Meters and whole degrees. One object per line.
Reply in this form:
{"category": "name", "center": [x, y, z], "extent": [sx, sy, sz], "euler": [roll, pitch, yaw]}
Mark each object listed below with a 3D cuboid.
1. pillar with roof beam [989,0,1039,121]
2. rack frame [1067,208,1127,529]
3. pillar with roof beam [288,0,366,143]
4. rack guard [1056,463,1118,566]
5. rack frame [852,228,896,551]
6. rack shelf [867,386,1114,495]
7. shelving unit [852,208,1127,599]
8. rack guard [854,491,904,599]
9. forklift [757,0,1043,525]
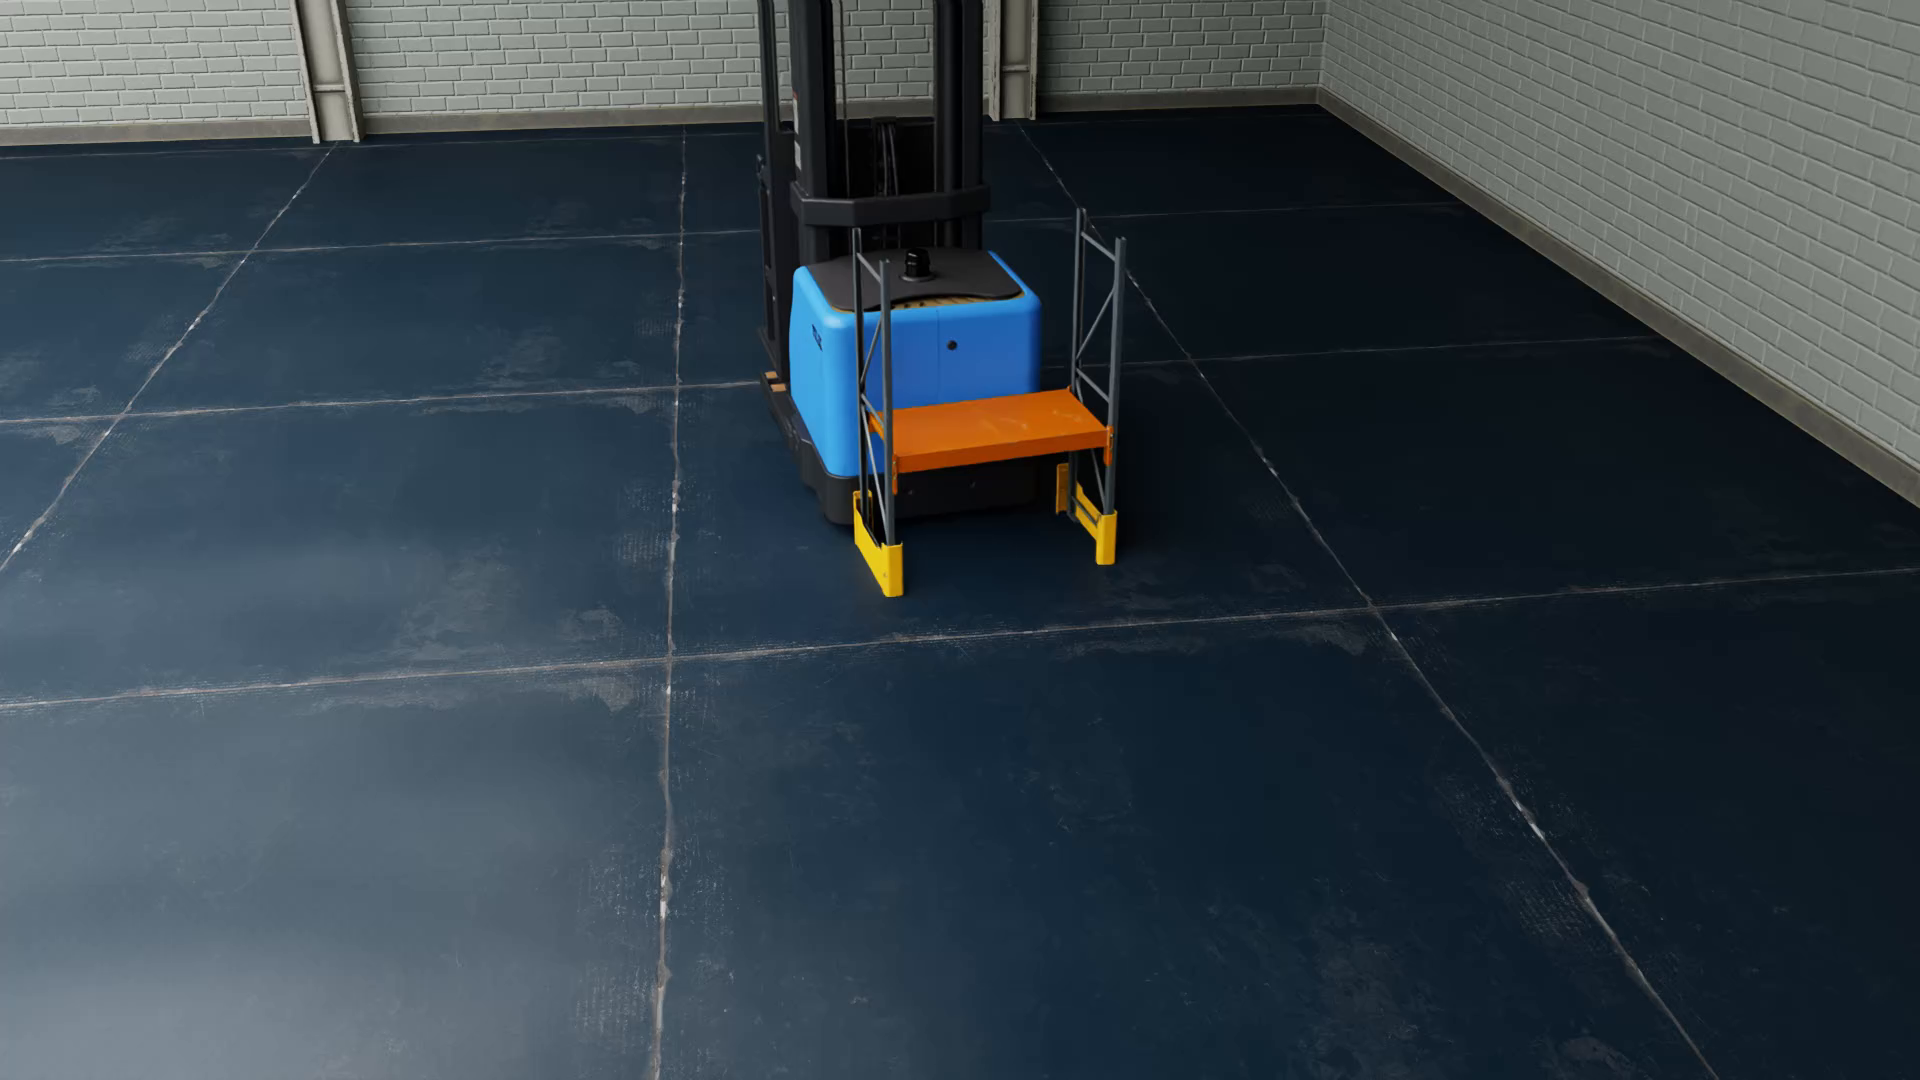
{"category": "pillar with roof beam", "center": [1.083, -5.977, 9.541], "extent": [0.400, 9.000, 9.100], "euler": [-4, 27, -7]}
{"category": "rack frame", "center": [0.604, -0.681, 7.435], "extent": [0.032, 1.500, 0.500], "euler": [-8, 28, -15]}
{"category": "pillar with roof beam", "center": [-4.859, -5.595, 8.797], "extent": [0.400, 9.000, 9.100], "euler": [-4, 27, -7]}
{"category": "rack guard", "center": [0.585, -0.123, 7.715], "extent": [0.087, 0.250, 0.587], "euler": [-8, 28, -15]}
{"category": "rack frame", "center": [-0.366, -0.542, 7.164], "extent": [0.032, 1.500, 0.500], "euler": [-8, 28, -15]}
{"category": "rack shelf", "center": [0.119, -0.452, 7.381], "extent": [1.000, 0.185, 0.538], "euler": [-8, 28, -15]}
{"category": "shelving unit", "center": [0.110, -0.610, 7.297], "extent": [1.083, 1.500, 0.587], "euler": [-8, 28, -15]}
{"category": "rack guard", "center": [-0.365, 0.014, 7.449], "extent": [0.087, 0.250, 0.587], "euler": [-8, 28, -15]}
{"category": "forklift", "center": [-0.487, -2.027, 8.489], "extent": [1.130, 2.935, 3.031], "euler": [-7, 28, -14]}
